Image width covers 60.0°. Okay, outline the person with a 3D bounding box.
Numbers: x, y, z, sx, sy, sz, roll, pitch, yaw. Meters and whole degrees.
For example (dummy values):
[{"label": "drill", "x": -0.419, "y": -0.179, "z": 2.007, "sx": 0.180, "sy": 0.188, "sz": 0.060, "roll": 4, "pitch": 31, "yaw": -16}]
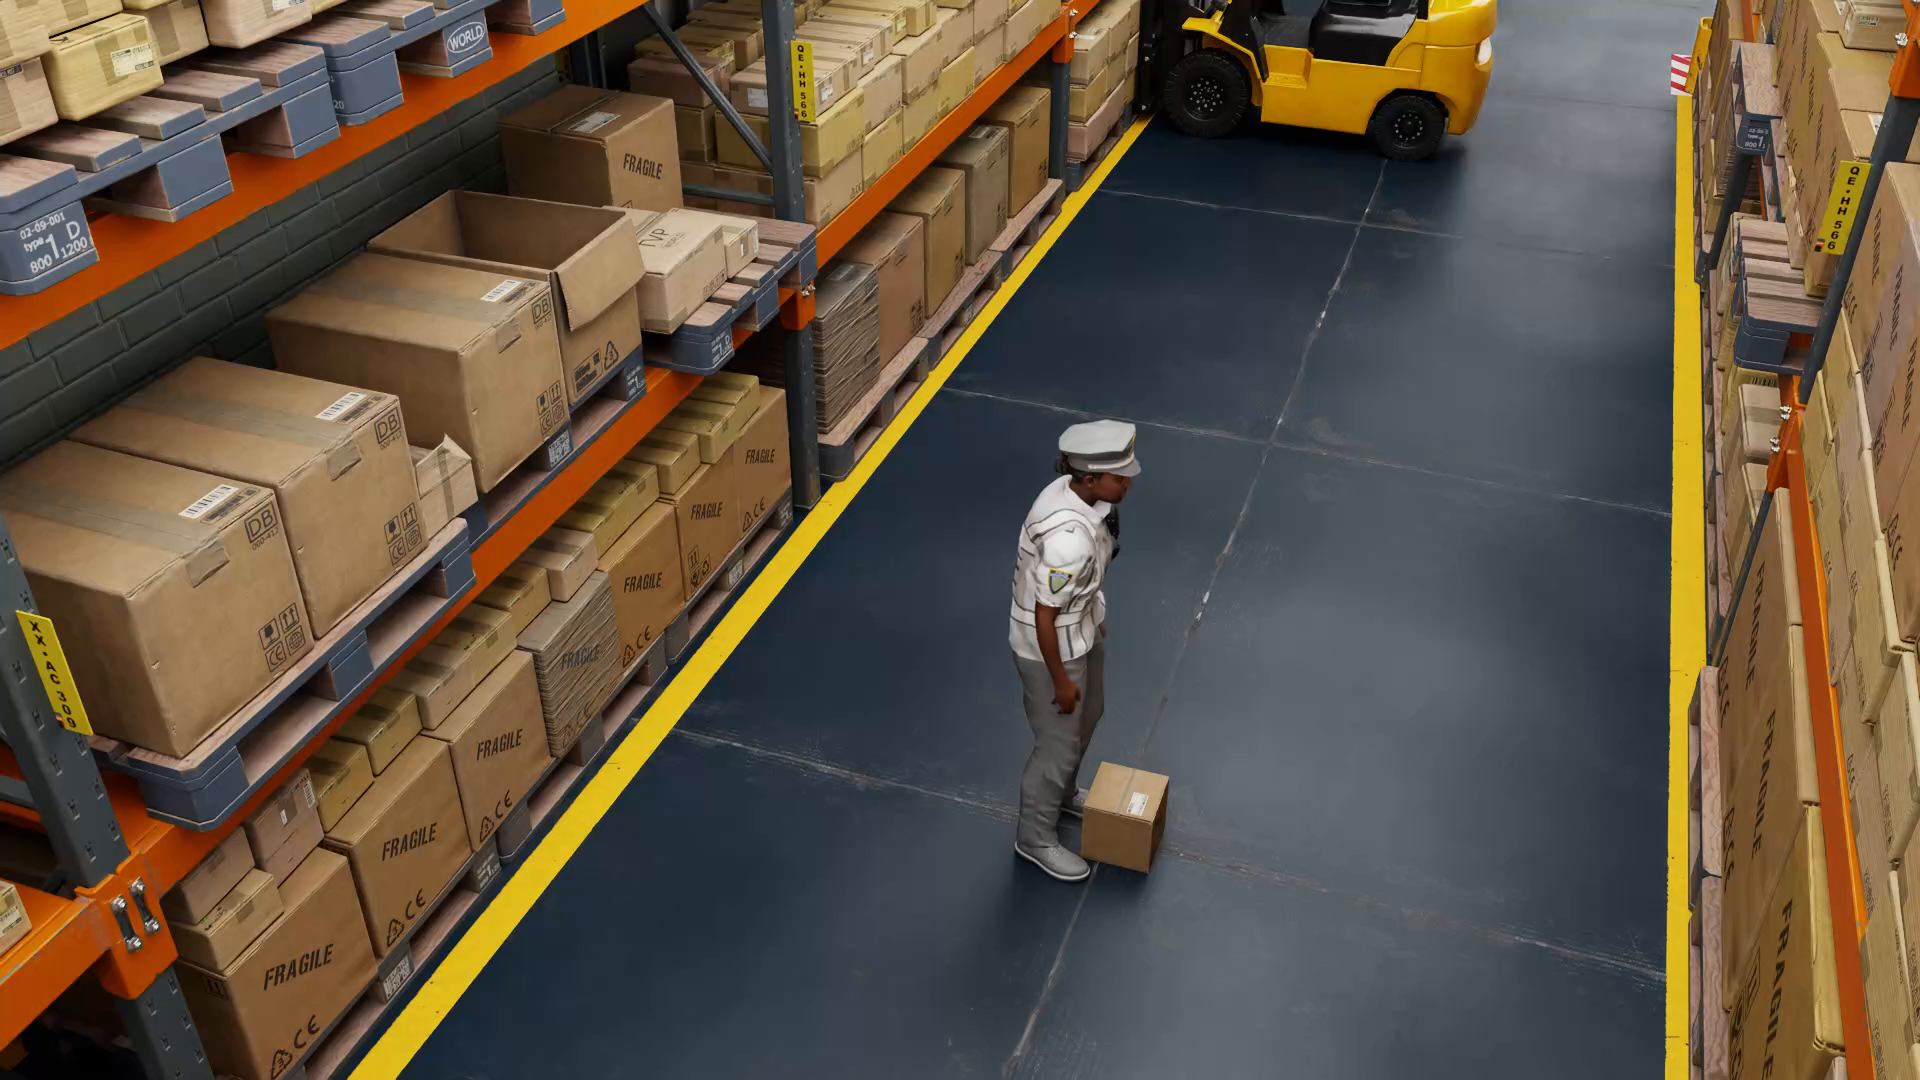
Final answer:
[{"label": "person", "x": 0.367, "y": 0.354, "z": 5.601, "sx": 0.391, "sy": 1.663, "sz": 0.530, "roll": 10, "pitch": 35, "yaw": 15}]
